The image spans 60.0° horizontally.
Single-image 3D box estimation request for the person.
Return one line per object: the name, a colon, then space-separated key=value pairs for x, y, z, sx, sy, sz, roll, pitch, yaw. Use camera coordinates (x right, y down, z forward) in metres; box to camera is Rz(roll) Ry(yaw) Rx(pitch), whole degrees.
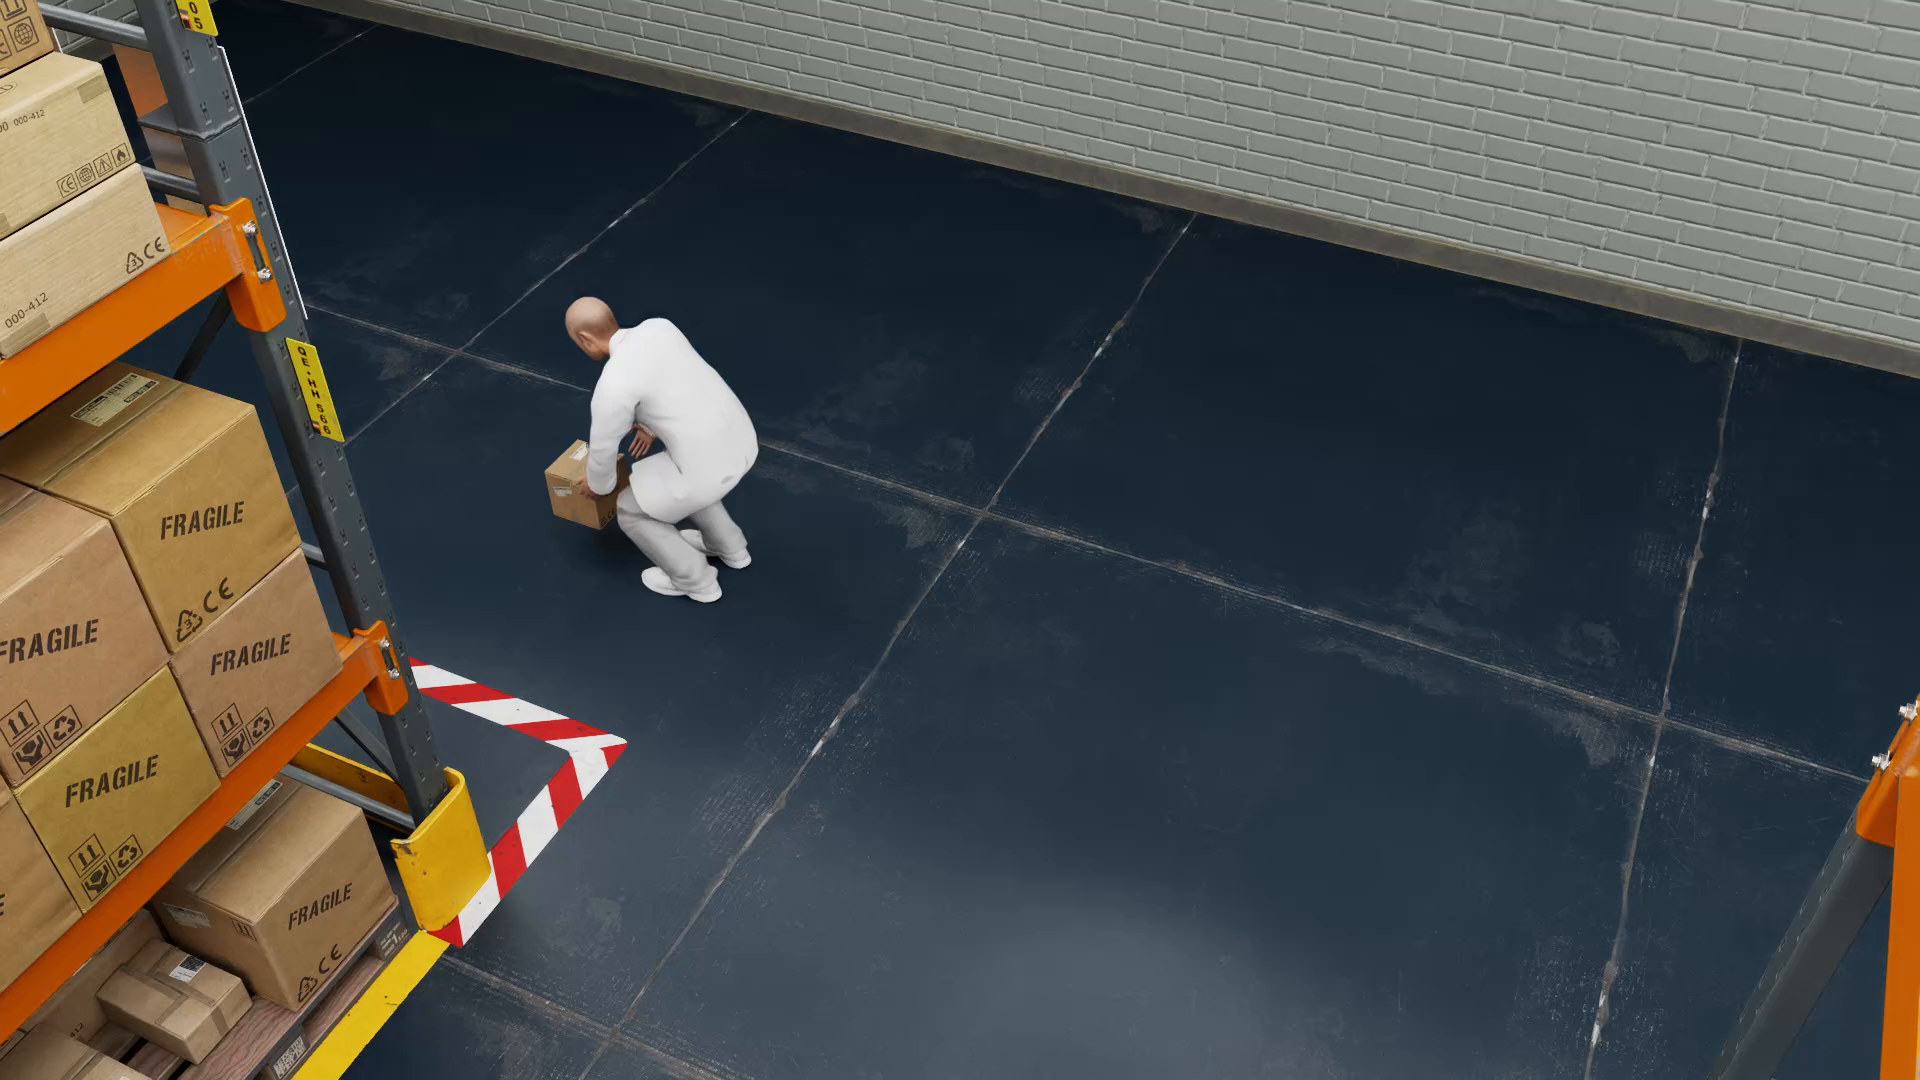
person: x=-1.223 y=-0.330 z=6.935 sx=0.787 sy=1.263 sz=0.633 roll=17 pitch=44 yaw=19
